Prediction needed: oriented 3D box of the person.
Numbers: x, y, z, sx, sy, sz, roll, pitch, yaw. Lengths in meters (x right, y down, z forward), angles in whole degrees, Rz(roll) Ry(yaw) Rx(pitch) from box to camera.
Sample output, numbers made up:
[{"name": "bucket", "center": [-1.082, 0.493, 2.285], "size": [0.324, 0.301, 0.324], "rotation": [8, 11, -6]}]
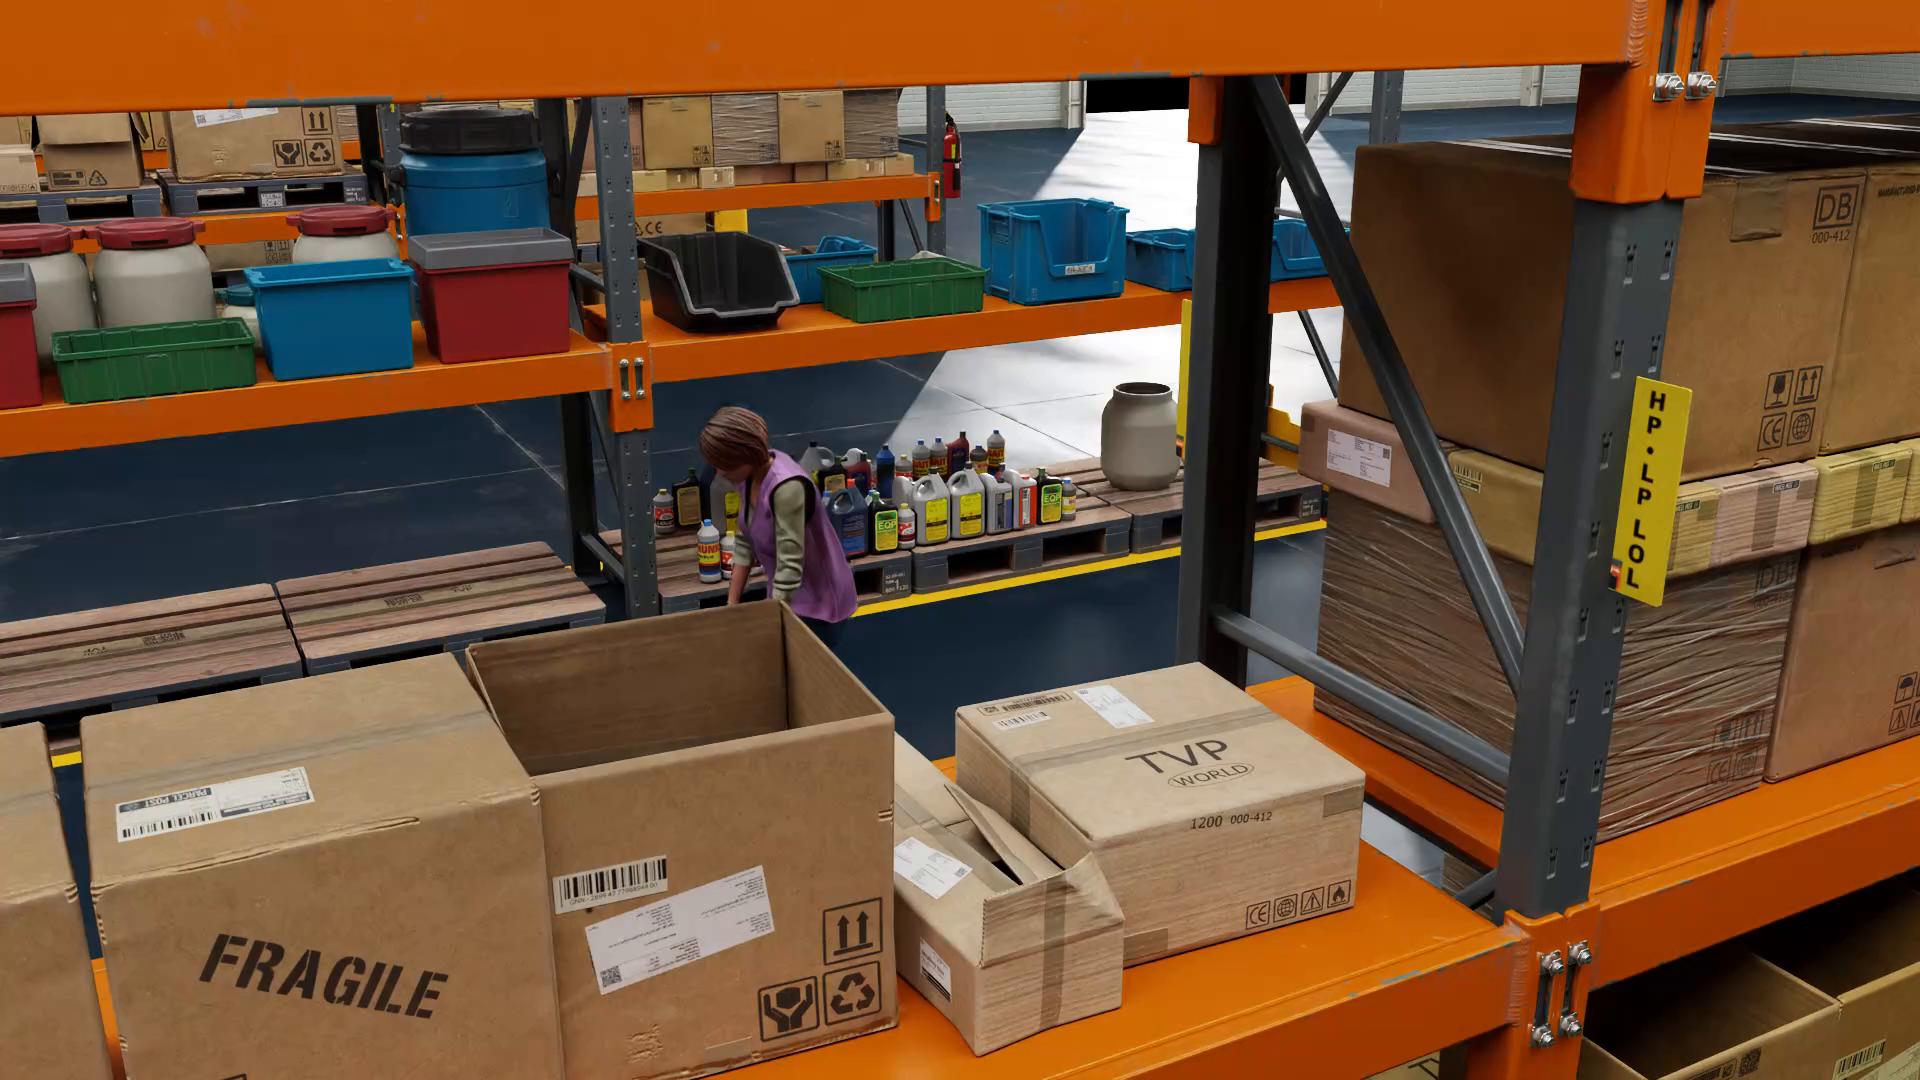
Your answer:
[{"name": "person", "center": [-0.590, 0.261, 5.557], "size": [0.518, 1.449, 0.451], "rotation": [-9, 21, -26]}]
